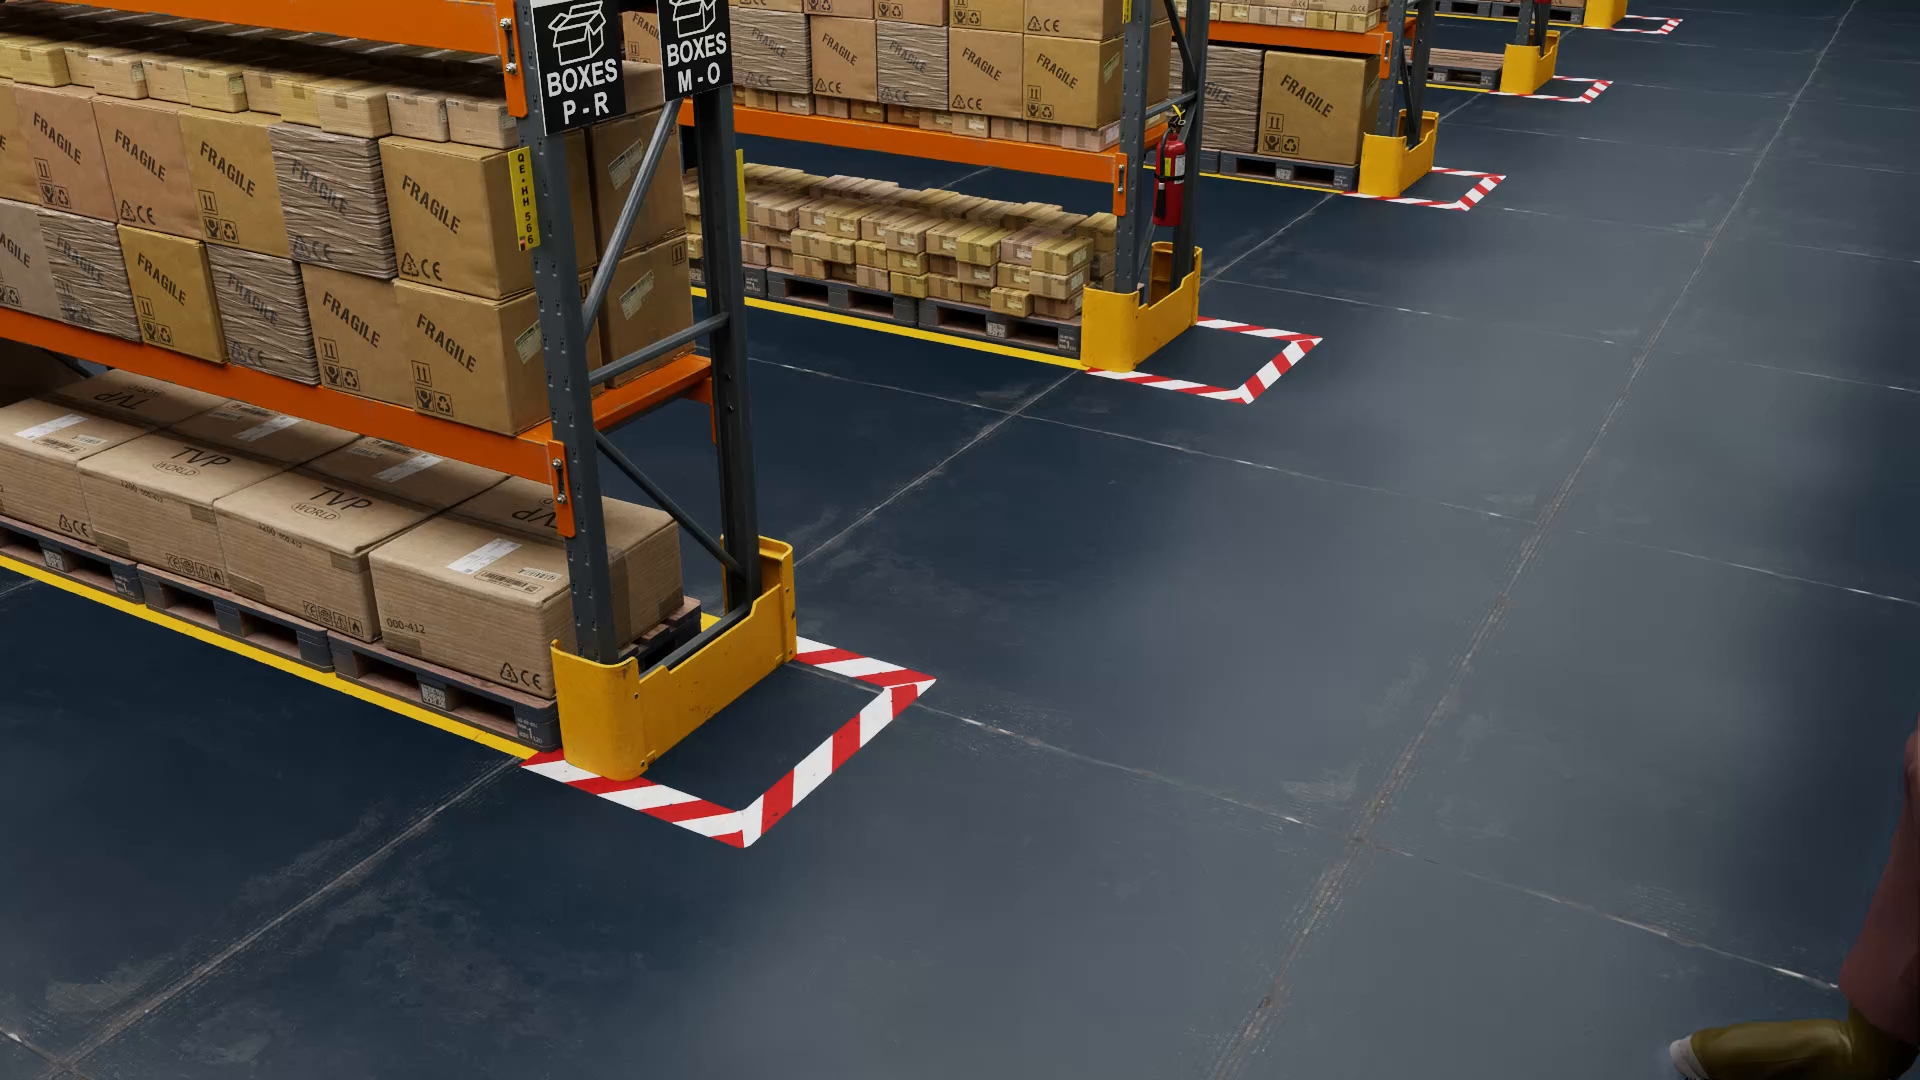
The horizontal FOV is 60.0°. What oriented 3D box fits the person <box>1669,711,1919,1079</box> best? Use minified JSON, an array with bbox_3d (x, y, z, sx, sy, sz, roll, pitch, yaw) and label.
[{"bbox_3d":[2.460,0.945,4.210,0.994,1.743,0.601,20,33,35],"label":"person"}]
